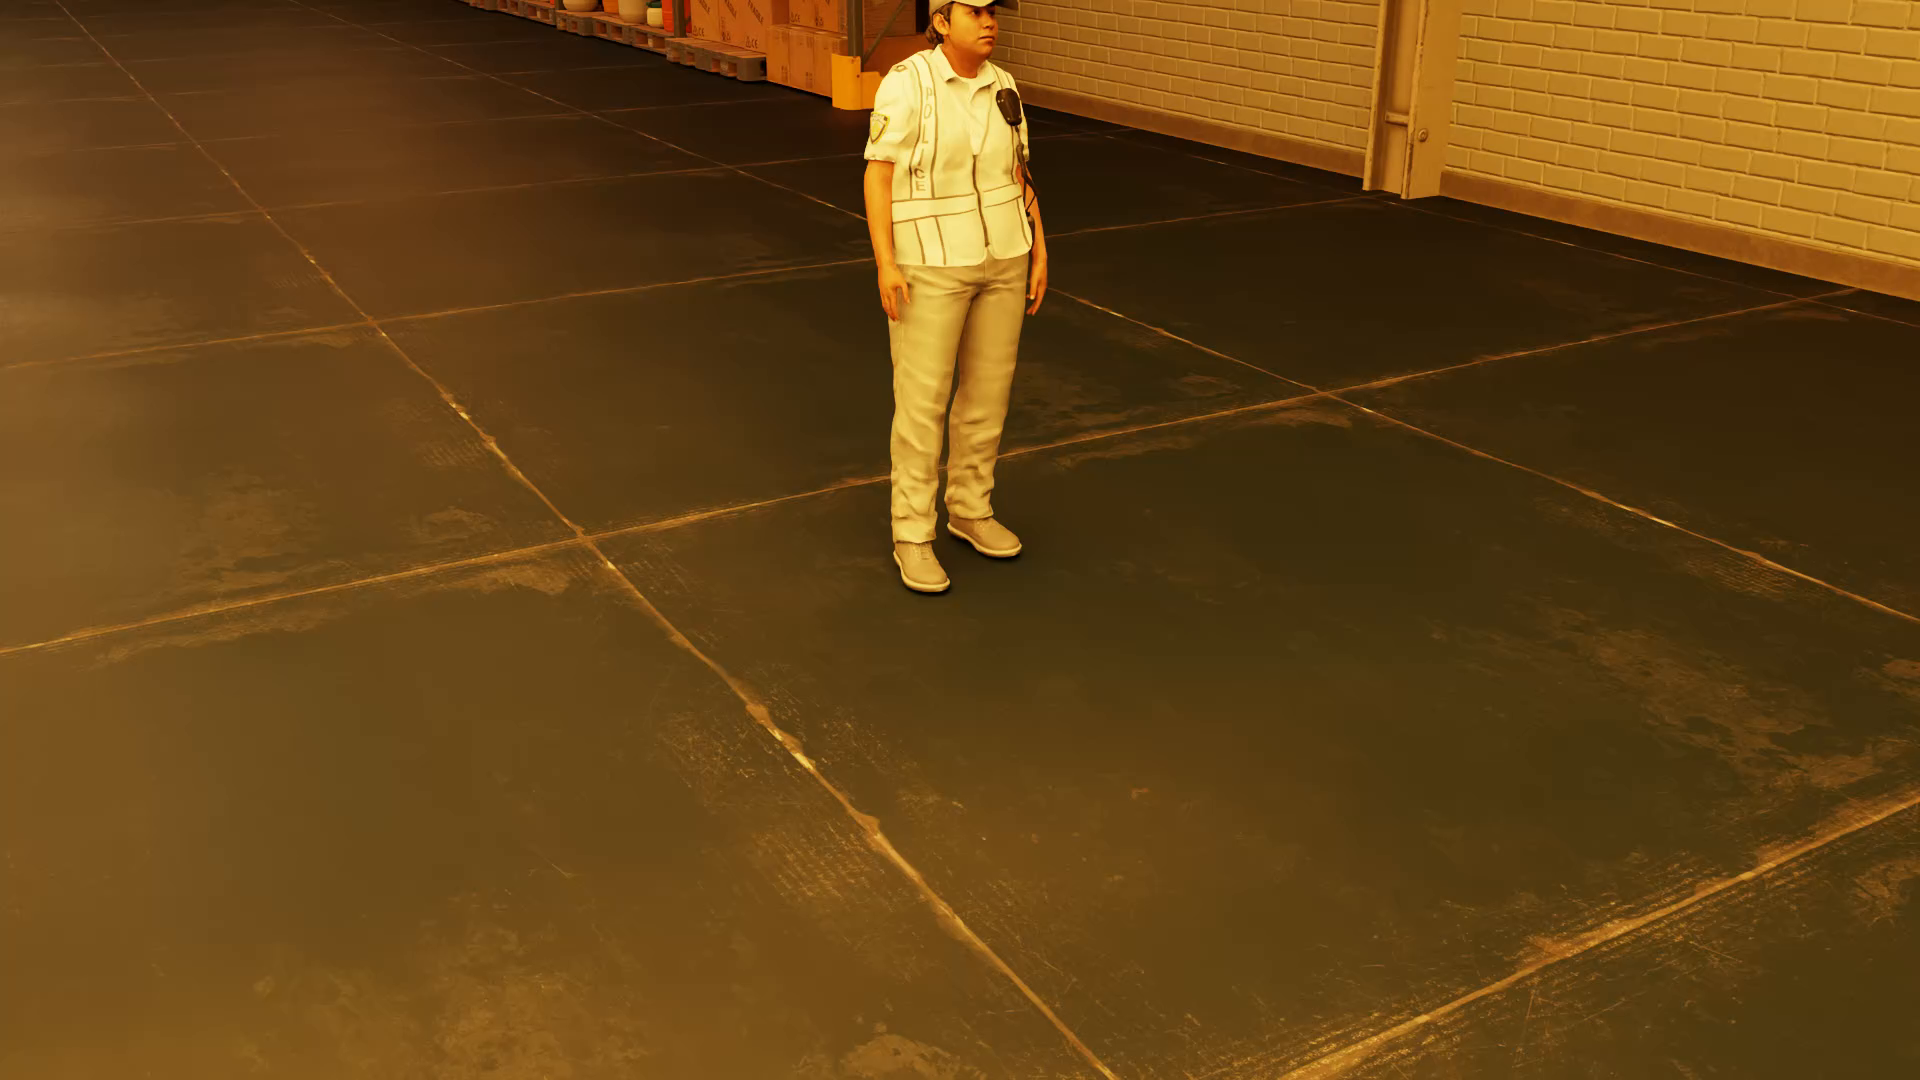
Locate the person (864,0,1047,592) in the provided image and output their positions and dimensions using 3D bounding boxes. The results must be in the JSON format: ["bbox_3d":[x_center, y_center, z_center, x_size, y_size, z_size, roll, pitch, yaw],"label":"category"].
[{"bbox_3d":[0.019,-0.748,4.744,0.598,1.670,0.529,-12,25,-28],"label":"person"}]
